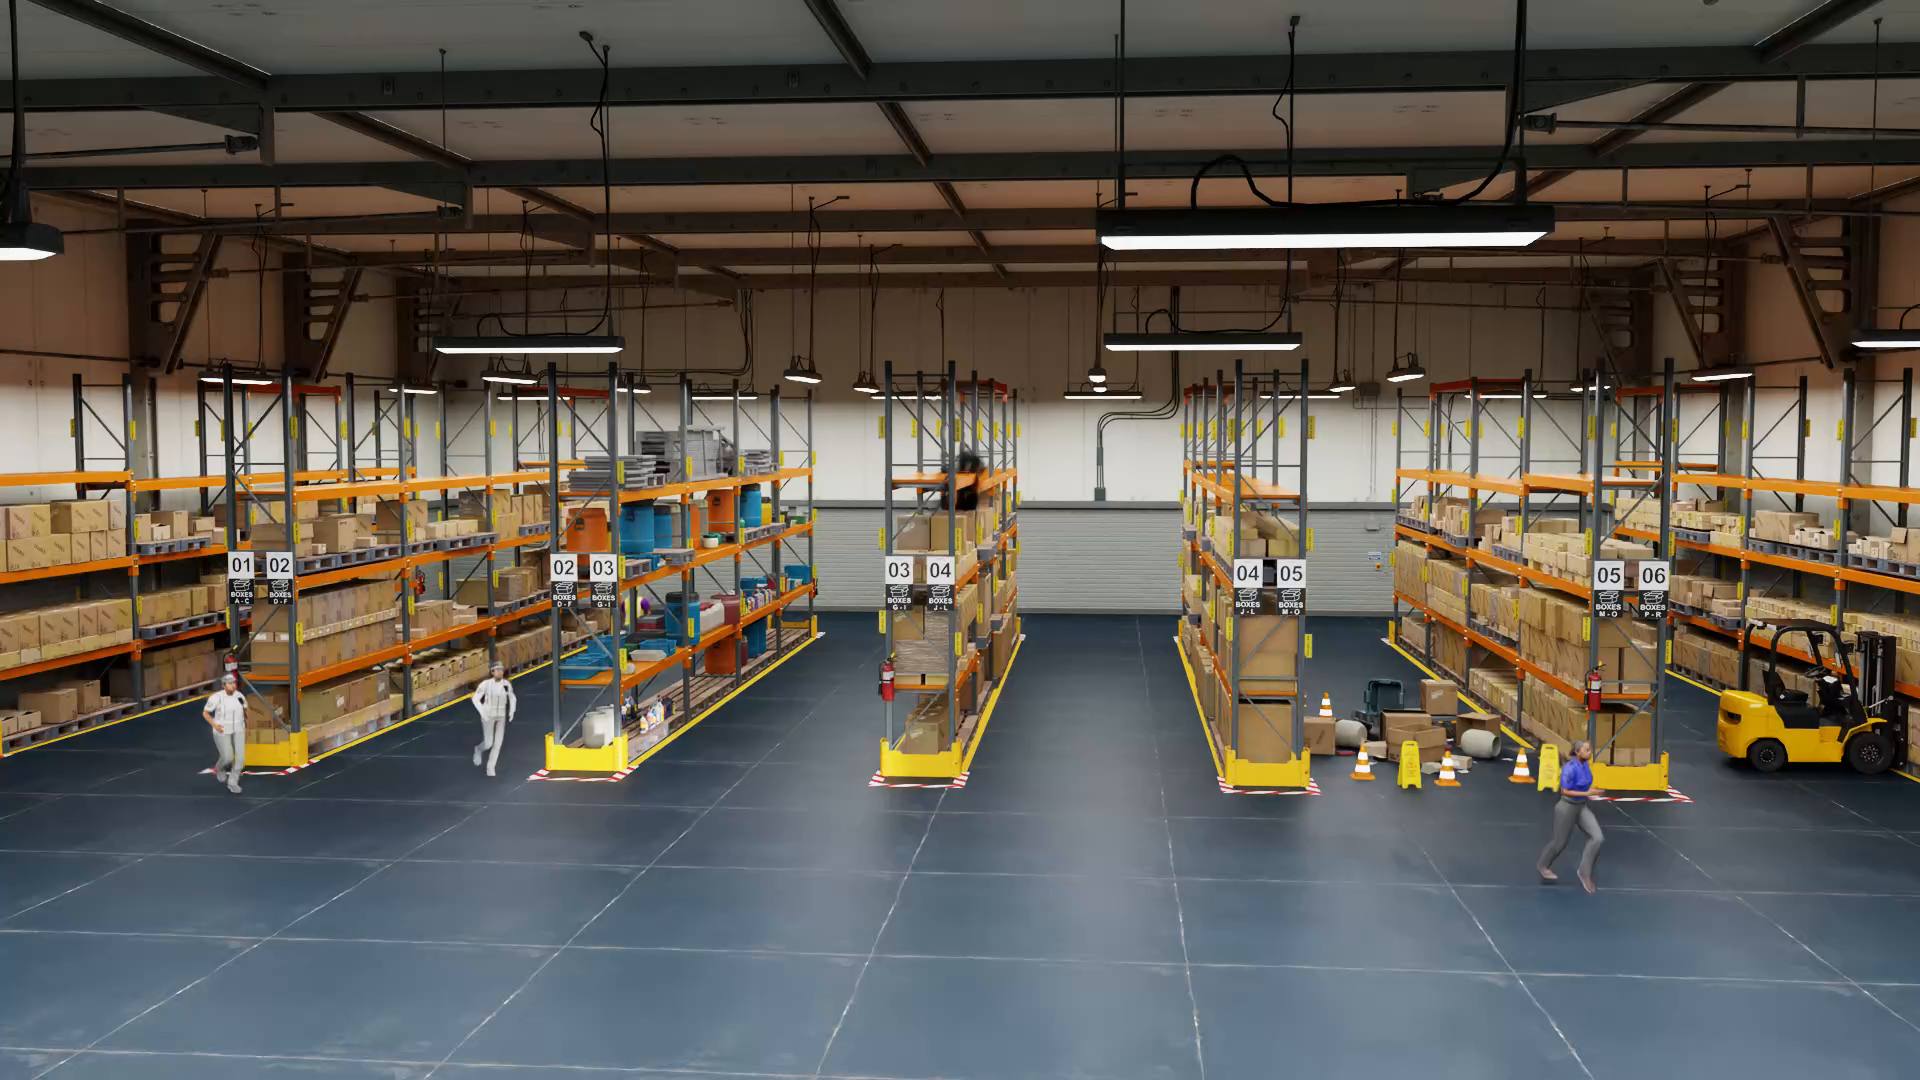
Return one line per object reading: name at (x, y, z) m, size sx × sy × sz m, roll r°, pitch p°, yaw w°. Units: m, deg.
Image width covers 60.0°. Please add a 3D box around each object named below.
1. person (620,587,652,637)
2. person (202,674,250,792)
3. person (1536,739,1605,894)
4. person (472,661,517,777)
person at (-6.927, 1.817, 35.399) m, size 0.682 × 1.736 × 0.640 m, roll 0°, pitch 4°, yaw 0°
person at (-10.176, 2.682, 23.143) m, size 0.640 × 1.639 × 0.532 m, roll -4°, pitch 5°, yaw -44°
person at (6.687, 2.991, 18.190) m, size 0.599 × 1.683 × 0.831 m, roll -3°, pitch 5°, yaw -35°
person at (-6.817, 2.595, 24.380) m, size 0.650 × 1.653 × 0.594 m, roll -3°, pitch 5°, yaw -36°
